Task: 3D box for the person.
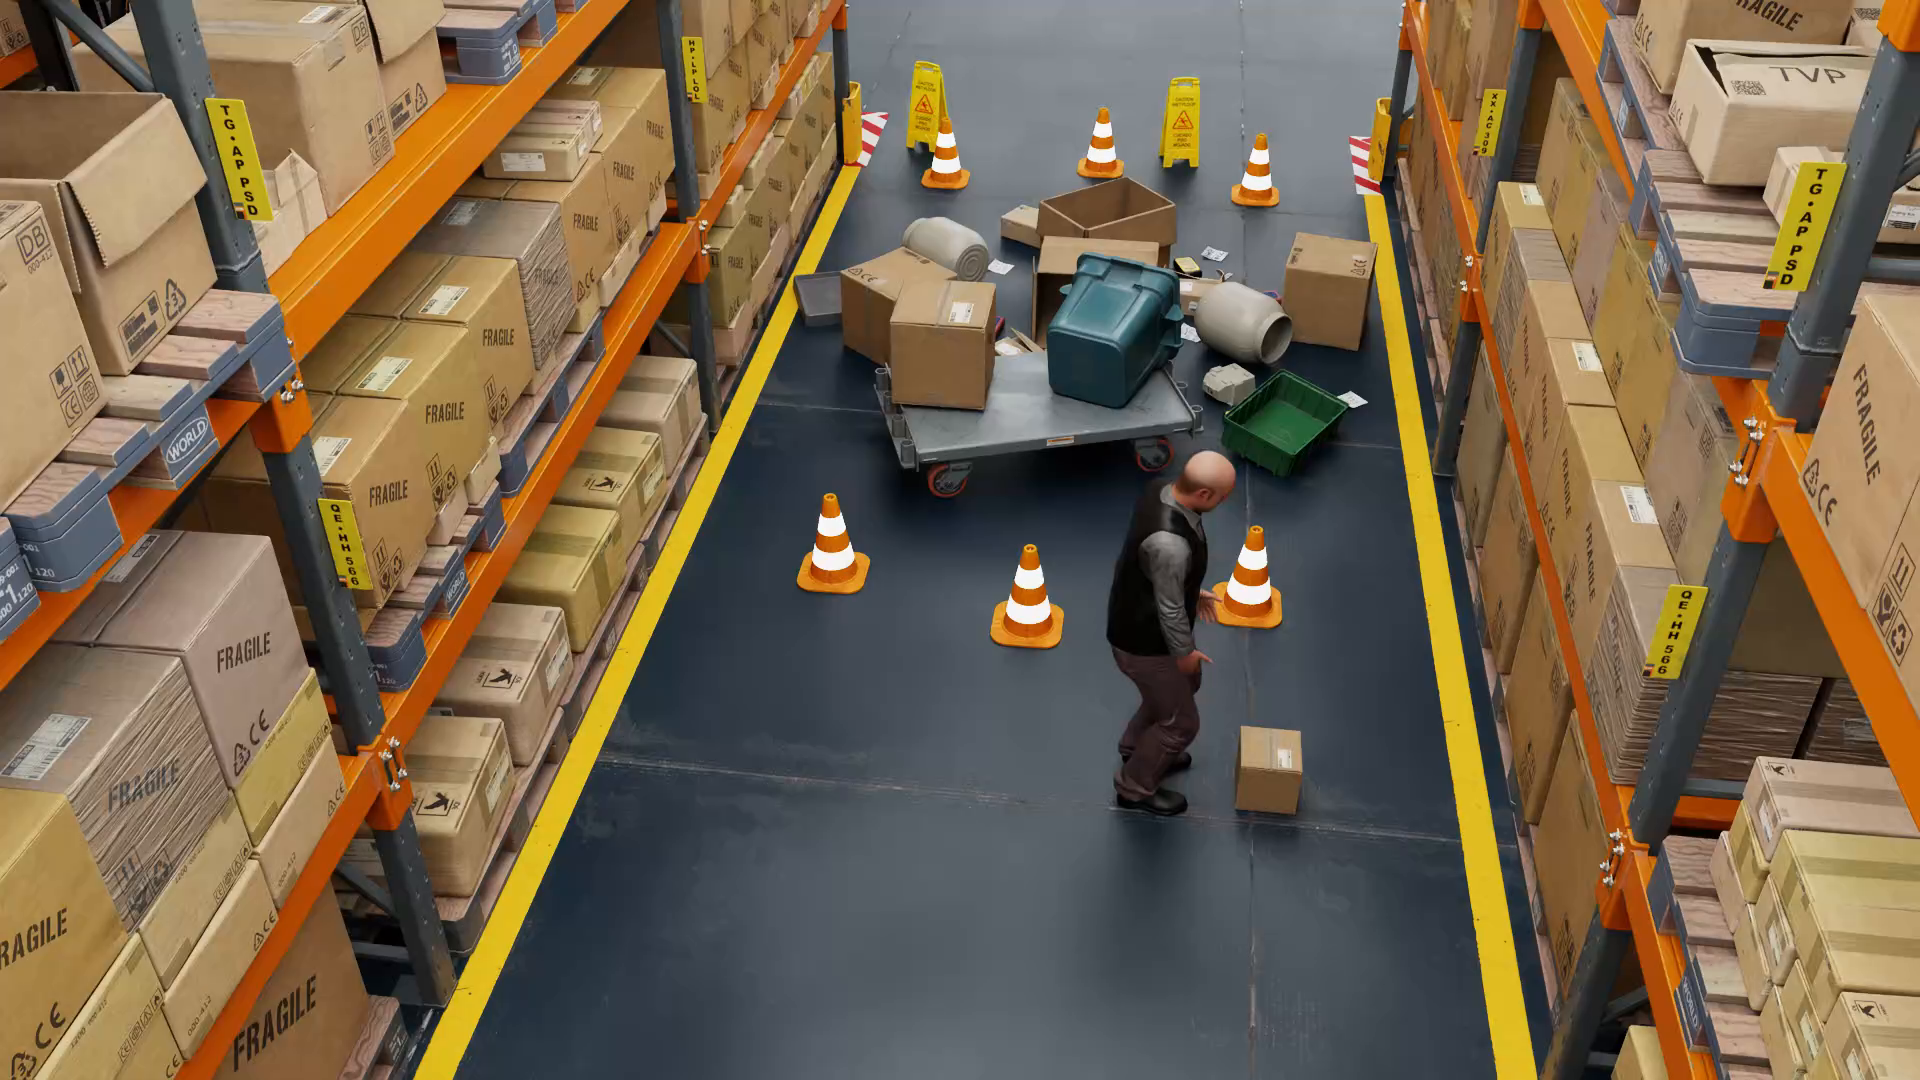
[{"bbox_3d":[0.814,0.347,6.645,0.453,1.658,0.563,5,36,7],"label":"person"}]
